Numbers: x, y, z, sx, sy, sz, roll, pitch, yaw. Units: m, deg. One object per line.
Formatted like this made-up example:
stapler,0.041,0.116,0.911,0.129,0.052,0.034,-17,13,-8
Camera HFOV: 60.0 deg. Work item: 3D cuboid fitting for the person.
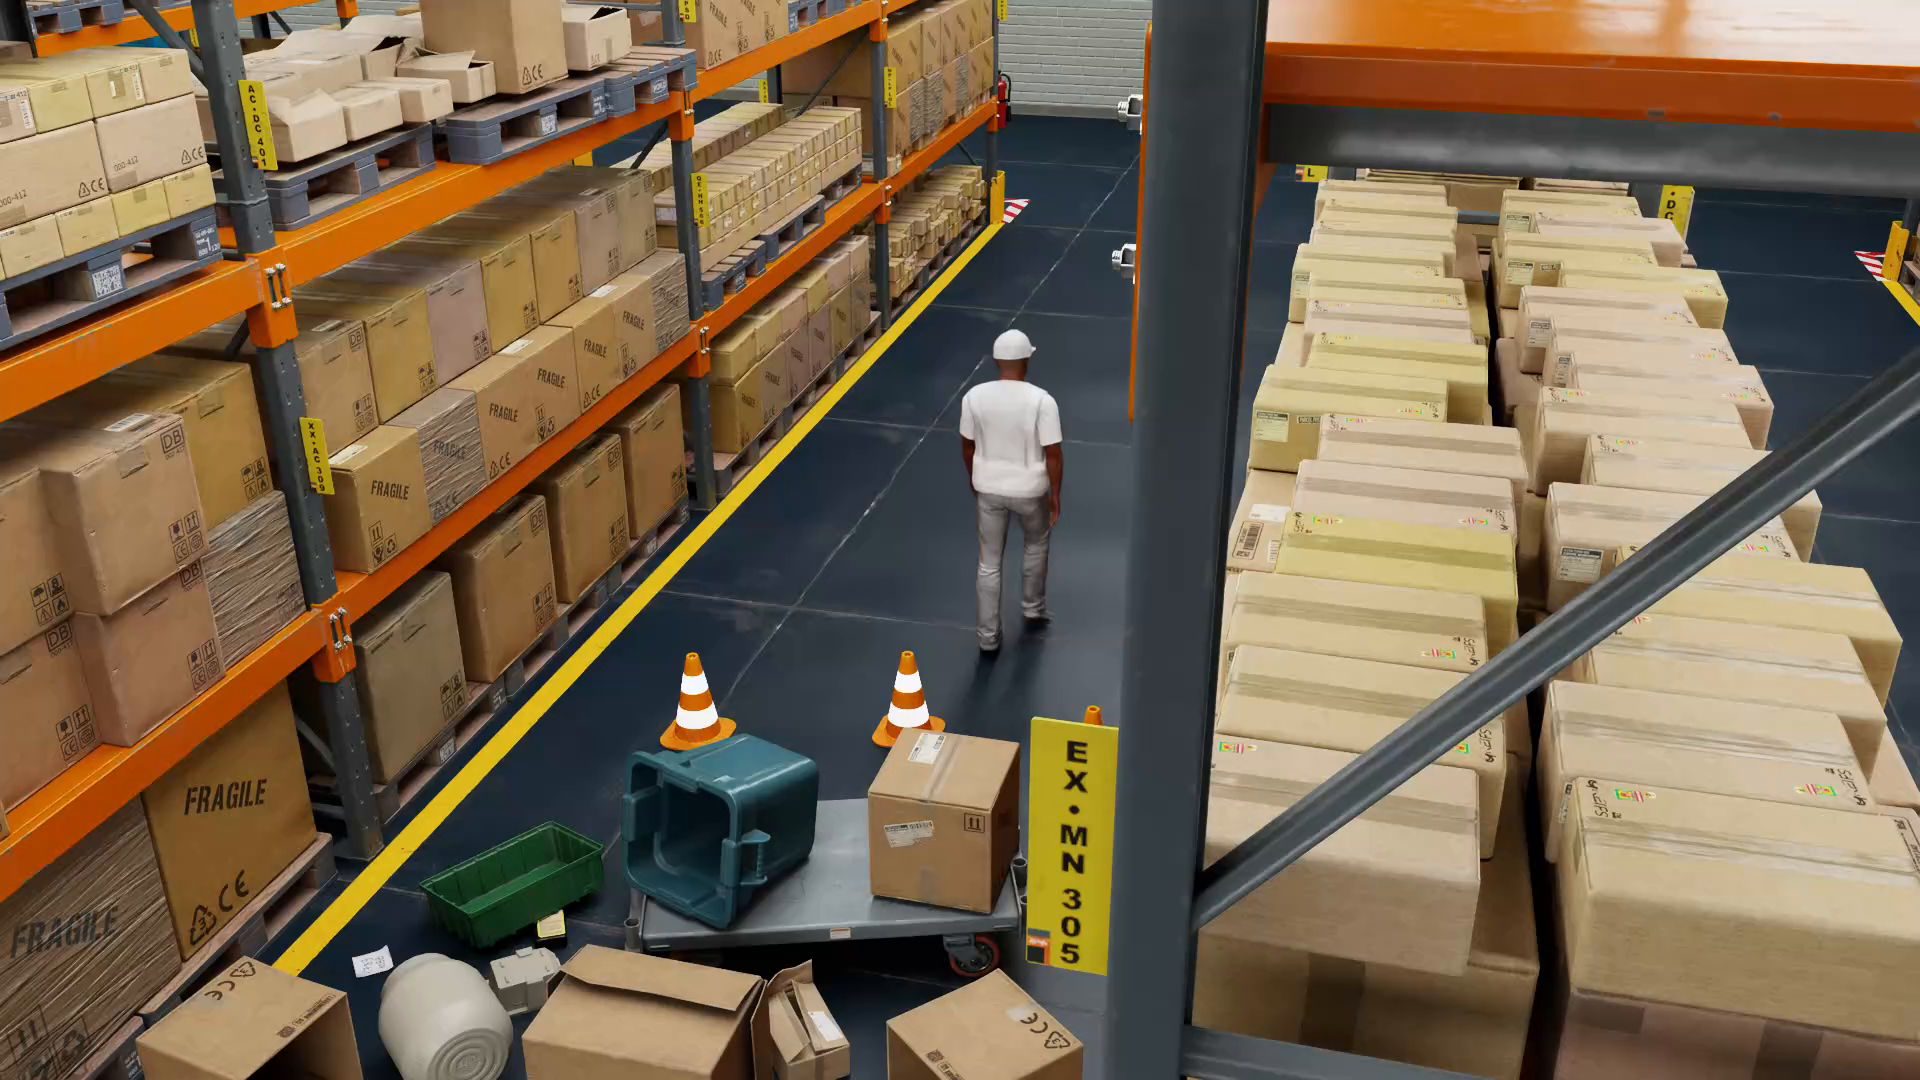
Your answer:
person,0.277,-0.246,9.150,0.598,1.825,0.703,6,26,12
